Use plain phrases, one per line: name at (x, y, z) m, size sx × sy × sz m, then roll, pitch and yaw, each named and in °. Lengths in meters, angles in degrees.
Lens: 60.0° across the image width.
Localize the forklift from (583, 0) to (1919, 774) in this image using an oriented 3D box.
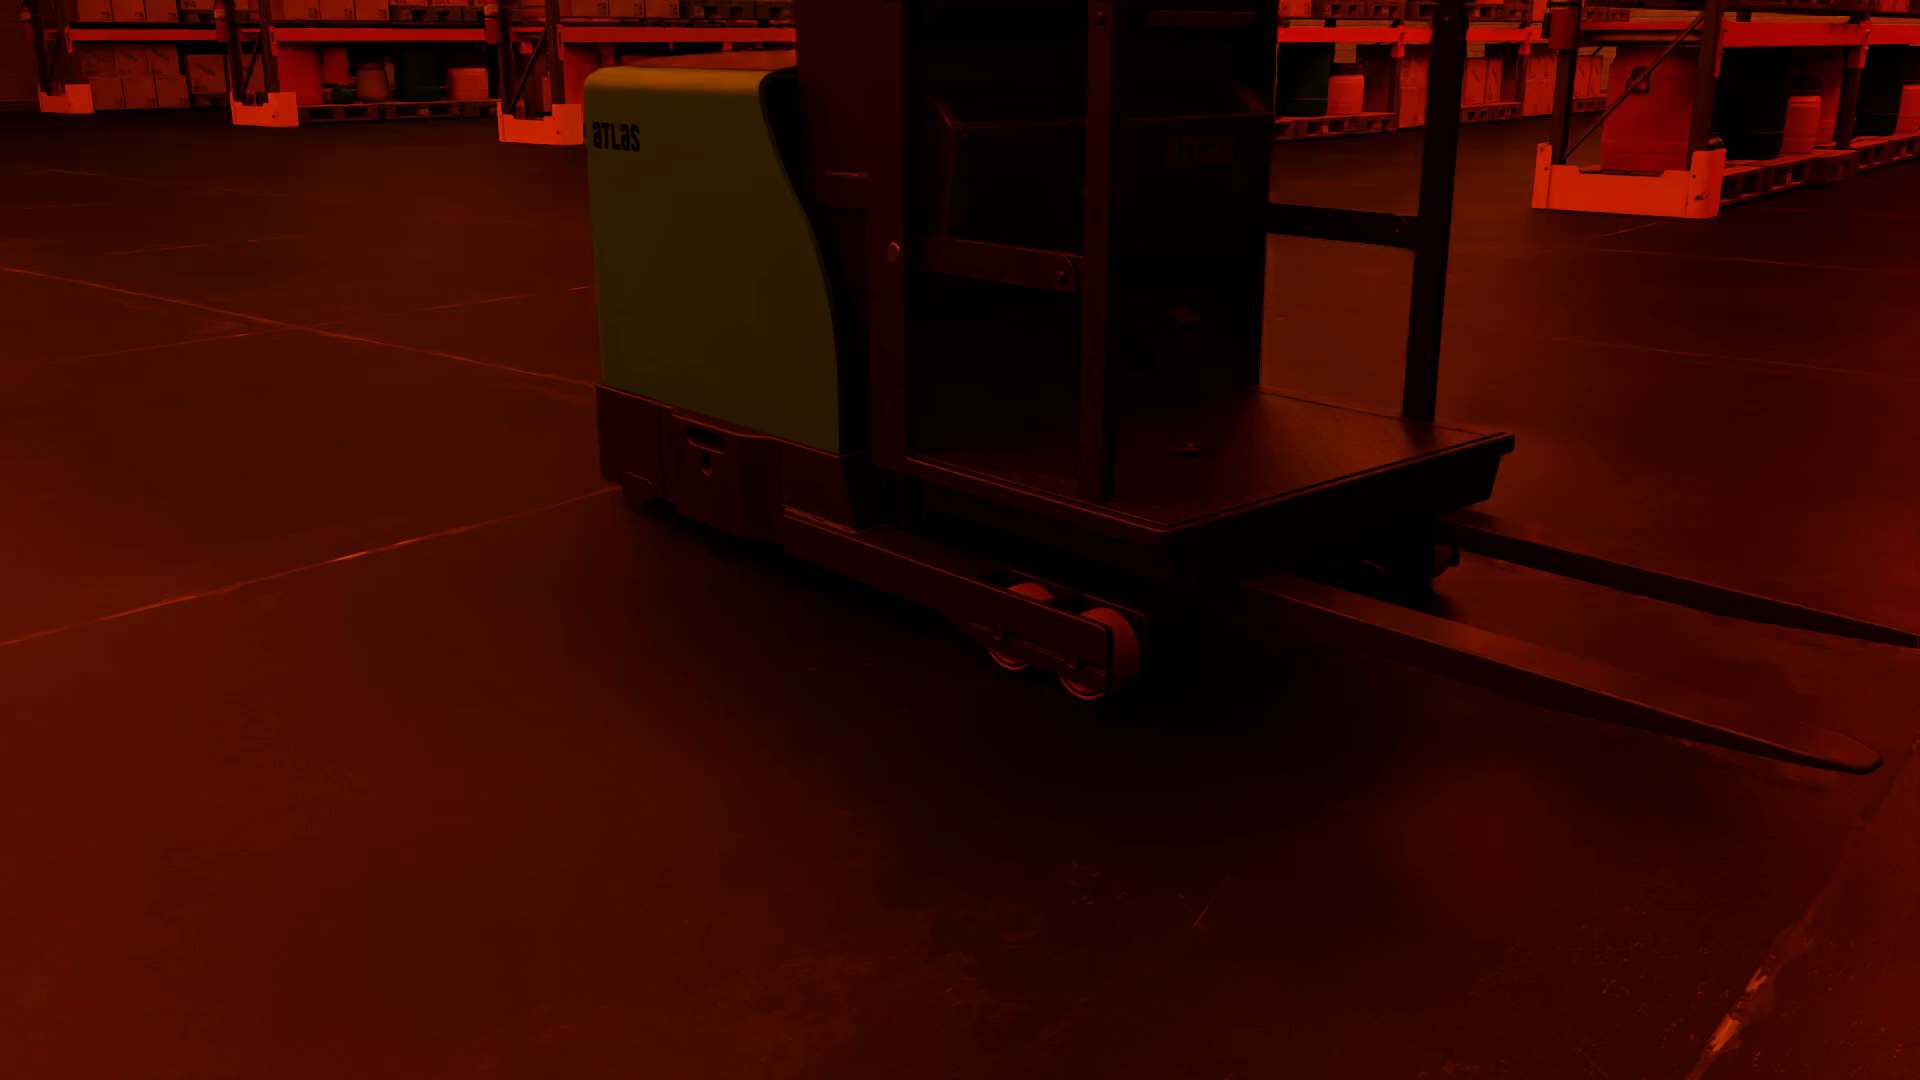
forklift at (0.433, -1.280, 3.113) m, size 1.130 × 2.935 × 3.031 m, roll -14°, pitch 22°, yaw -39°
